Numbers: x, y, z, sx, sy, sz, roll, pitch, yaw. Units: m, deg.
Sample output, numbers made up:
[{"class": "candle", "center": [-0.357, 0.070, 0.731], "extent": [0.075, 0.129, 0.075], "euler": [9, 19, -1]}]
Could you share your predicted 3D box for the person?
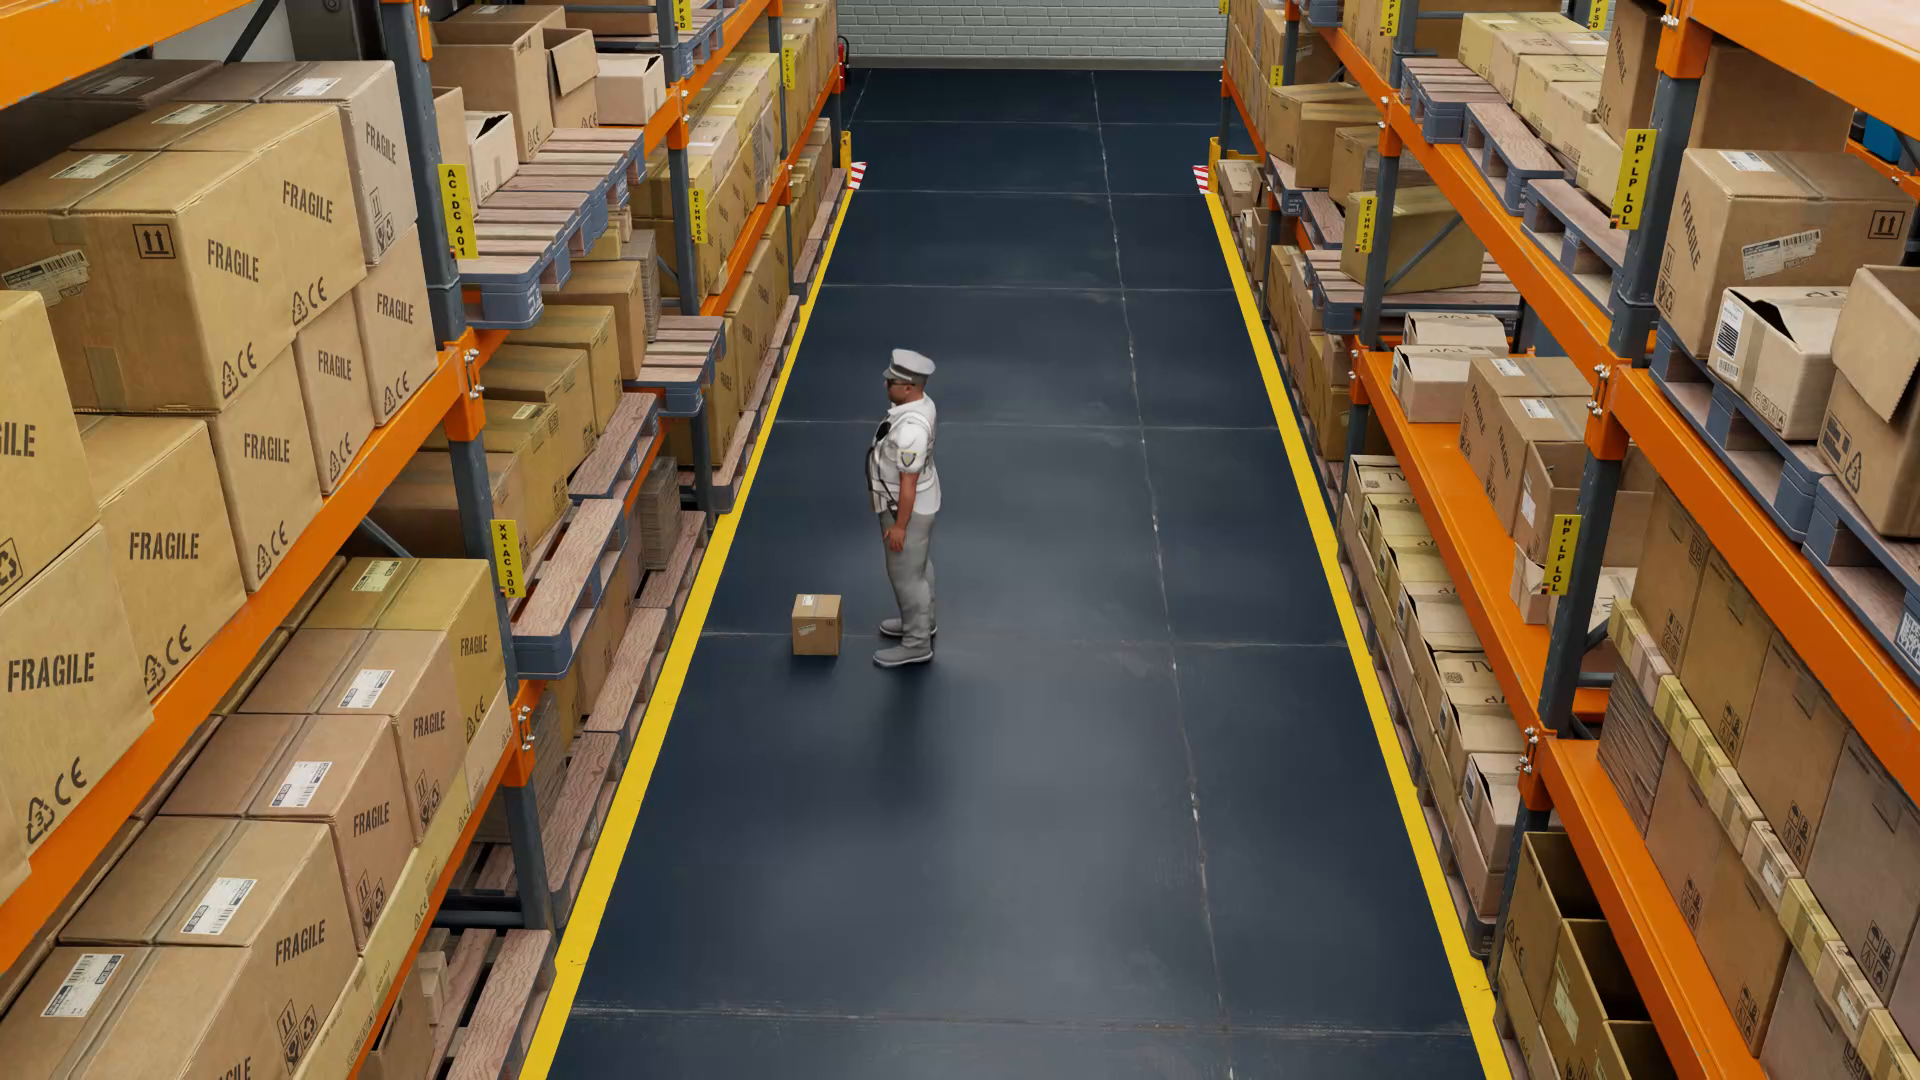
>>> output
[{"class": "person", "center": [-0.300, -0.183, 8.938], "extent": [0.395, 1.778, 0.527], "euler": [1, 28, 3]}]
